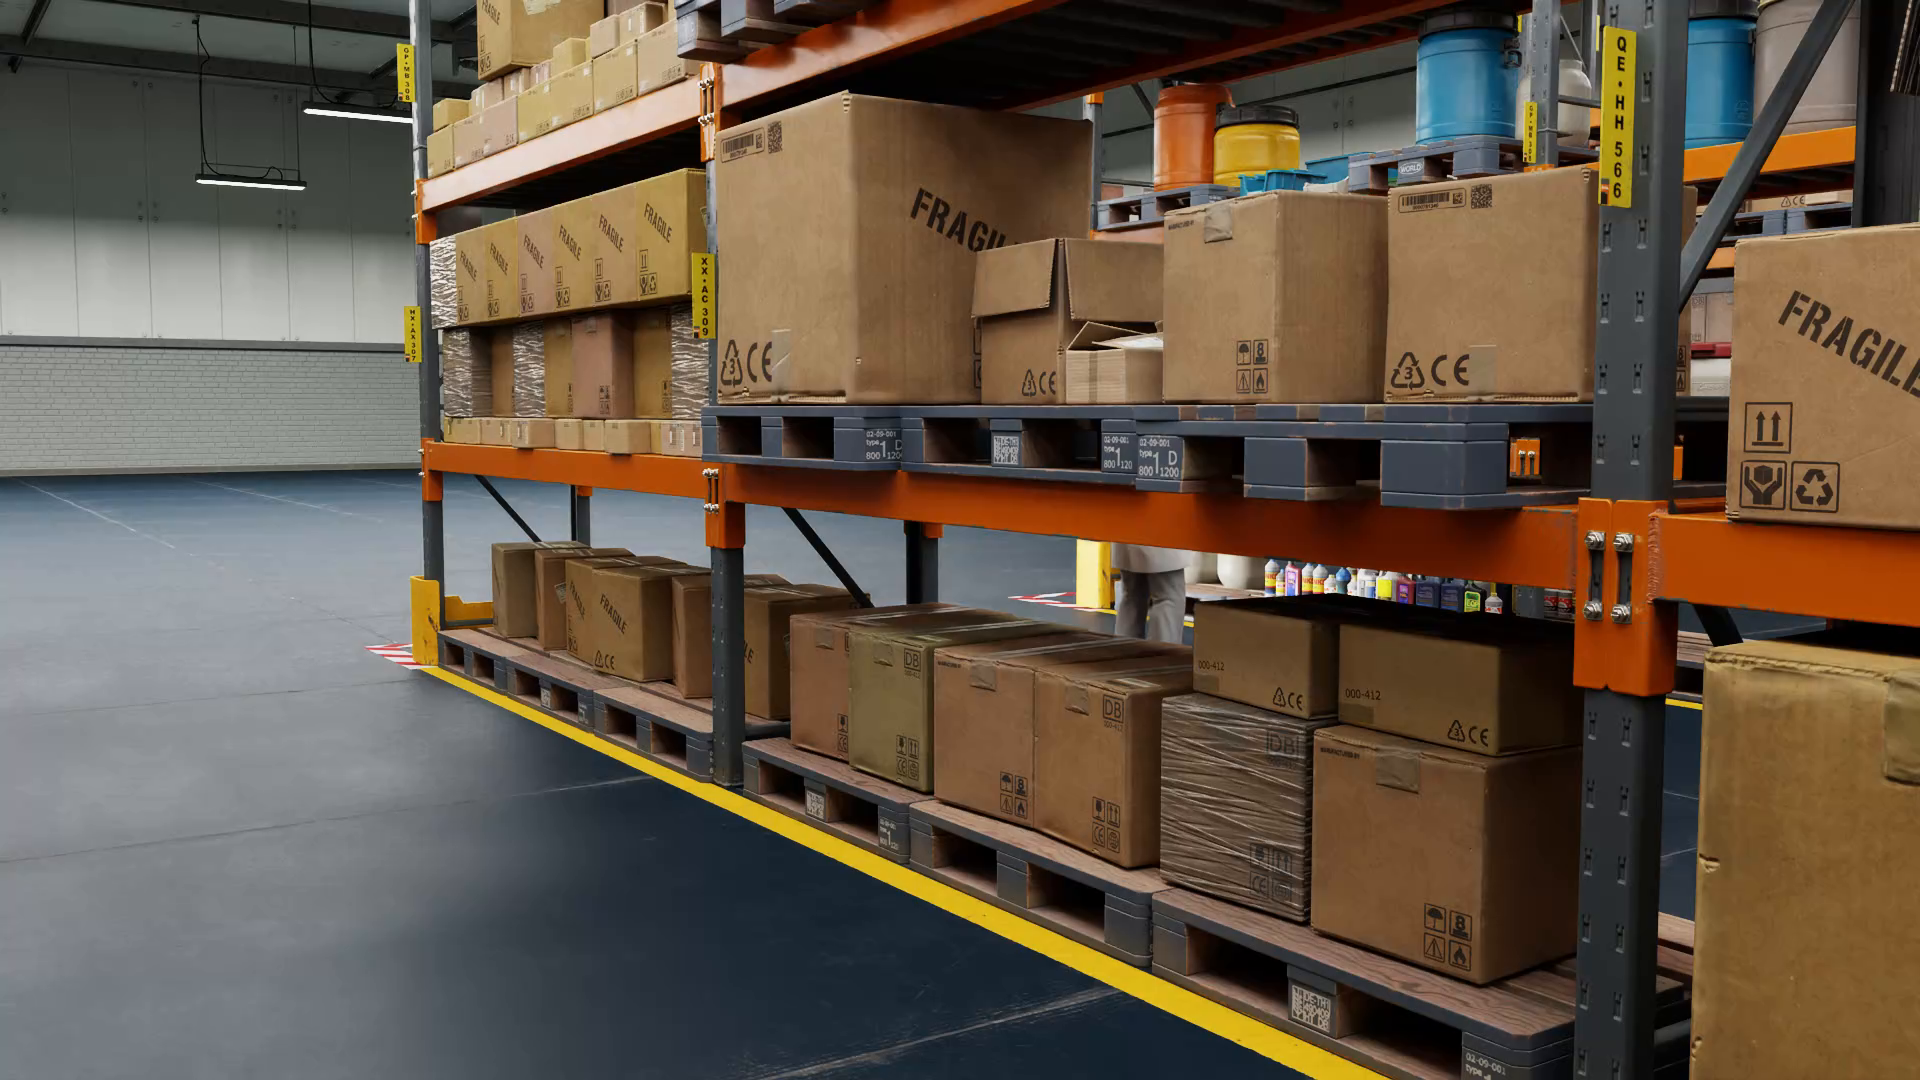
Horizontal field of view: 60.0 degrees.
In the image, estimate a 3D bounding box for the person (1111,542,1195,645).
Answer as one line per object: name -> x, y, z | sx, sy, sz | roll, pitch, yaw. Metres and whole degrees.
person -> 1.049, -0.073, 8.722 | 0.555, 1.770, 0.528 | -3, 5, -33
